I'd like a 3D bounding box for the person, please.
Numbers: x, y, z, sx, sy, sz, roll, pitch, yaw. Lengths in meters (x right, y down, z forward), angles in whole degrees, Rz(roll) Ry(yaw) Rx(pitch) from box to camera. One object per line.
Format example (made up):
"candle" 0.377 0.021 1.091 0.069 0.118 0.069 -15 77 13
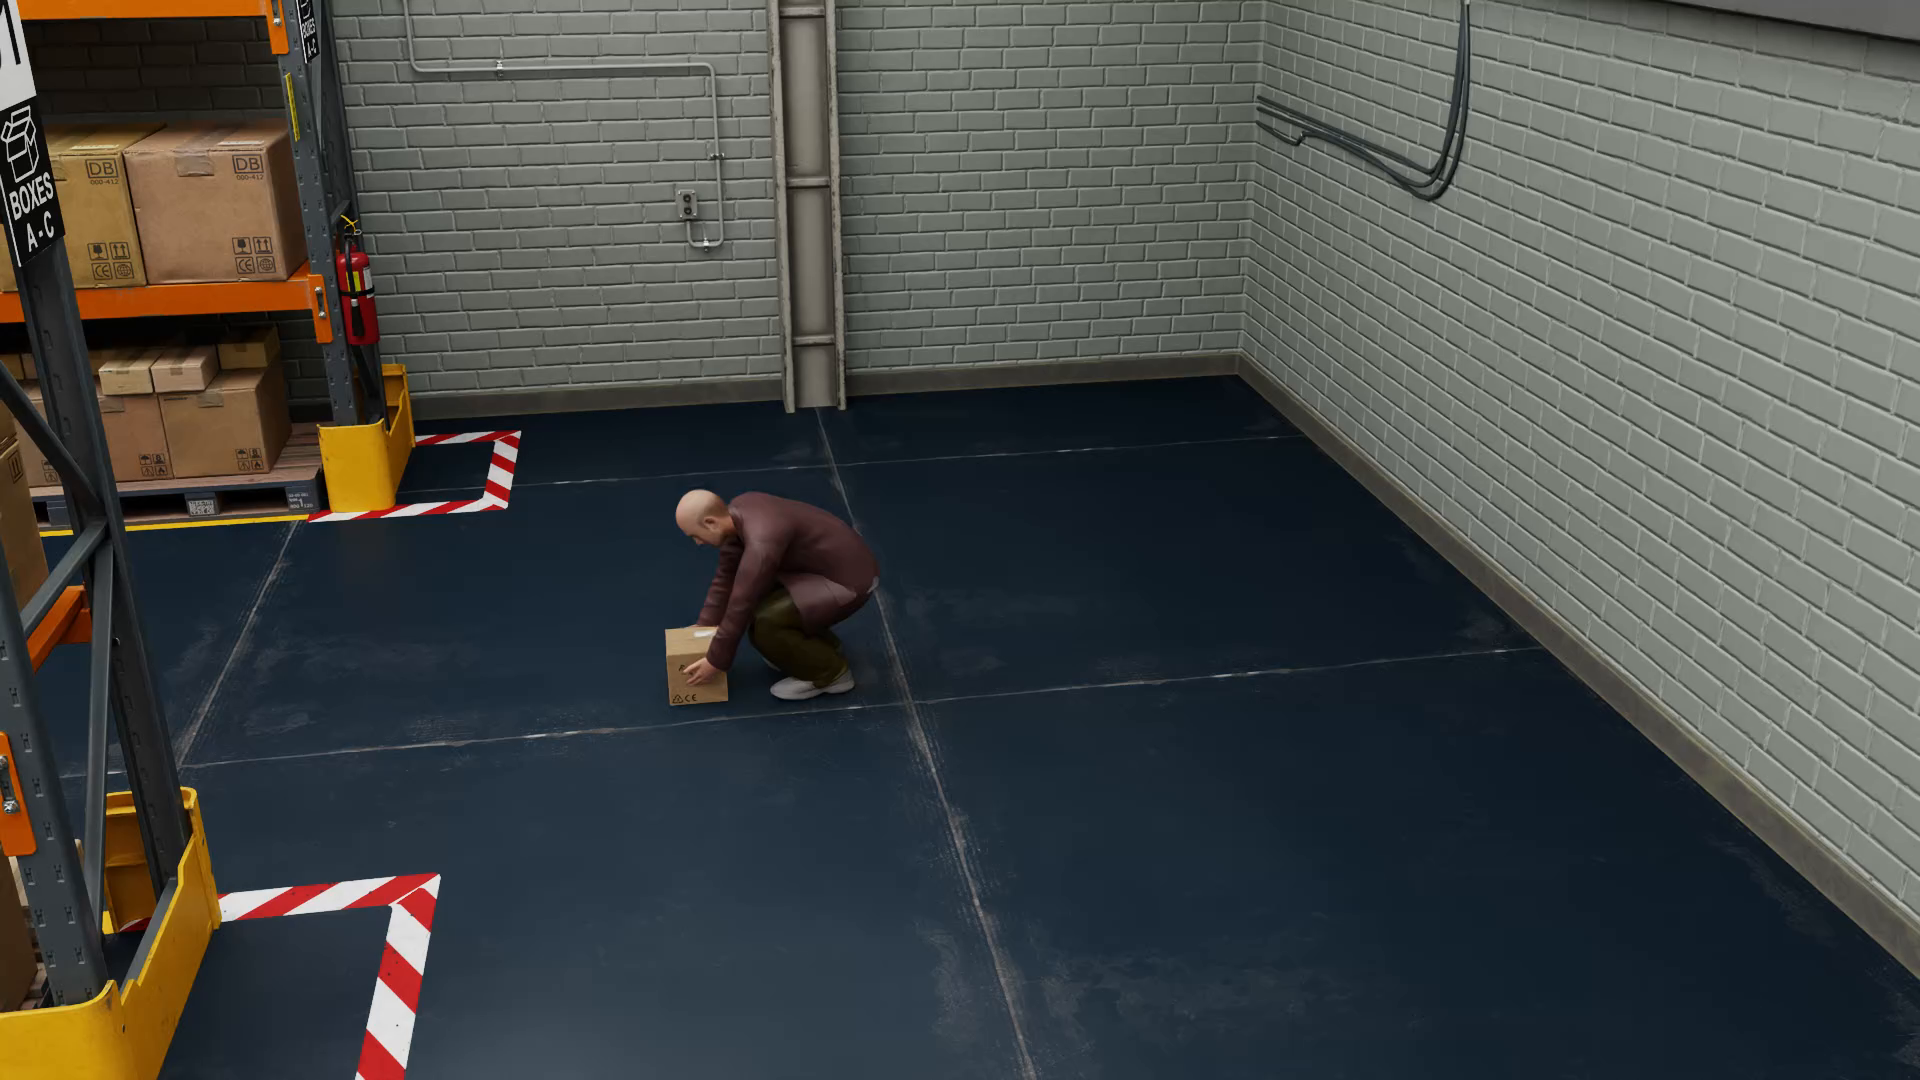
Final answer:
"person" -0.788 0.204 7.199 0.901 0.948 0.611 -4 23 -10
